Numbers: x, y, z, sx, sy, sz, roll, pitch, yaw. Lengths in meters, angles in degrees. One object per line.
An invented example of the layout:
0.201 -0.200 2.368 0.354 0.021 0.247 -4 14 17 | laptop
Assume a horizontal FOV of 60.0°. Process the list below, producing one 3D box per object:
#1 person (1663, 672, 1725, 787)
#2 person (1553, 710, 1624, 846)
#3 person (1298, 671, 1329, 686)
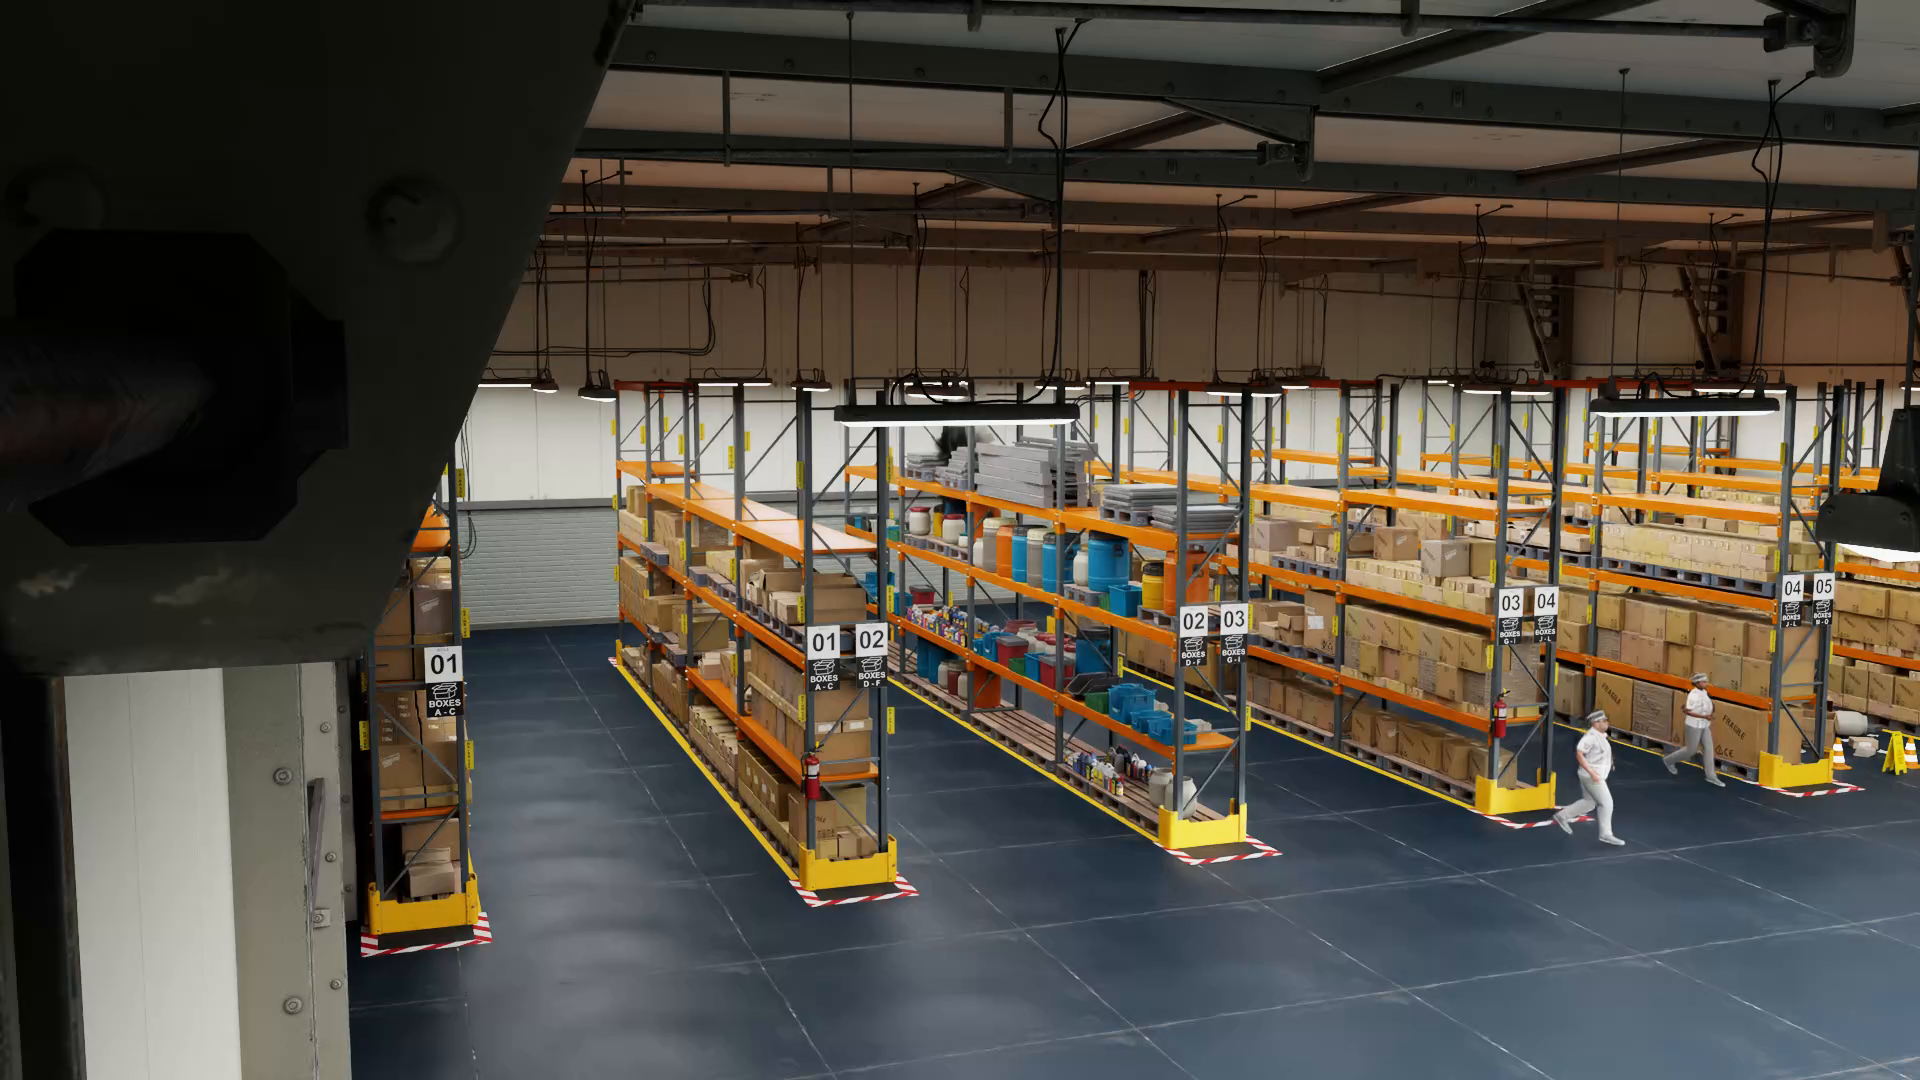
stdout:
11.126 2.824 25.139 0.585 1.697 0.935 -5 8 -38 | person
8.393 3.107 22.043 0.852 1.771 0.659 3 7 25 | person
6.904 2.116 32.236 0.540 1.597 0.879 -4 7 -30 | person
